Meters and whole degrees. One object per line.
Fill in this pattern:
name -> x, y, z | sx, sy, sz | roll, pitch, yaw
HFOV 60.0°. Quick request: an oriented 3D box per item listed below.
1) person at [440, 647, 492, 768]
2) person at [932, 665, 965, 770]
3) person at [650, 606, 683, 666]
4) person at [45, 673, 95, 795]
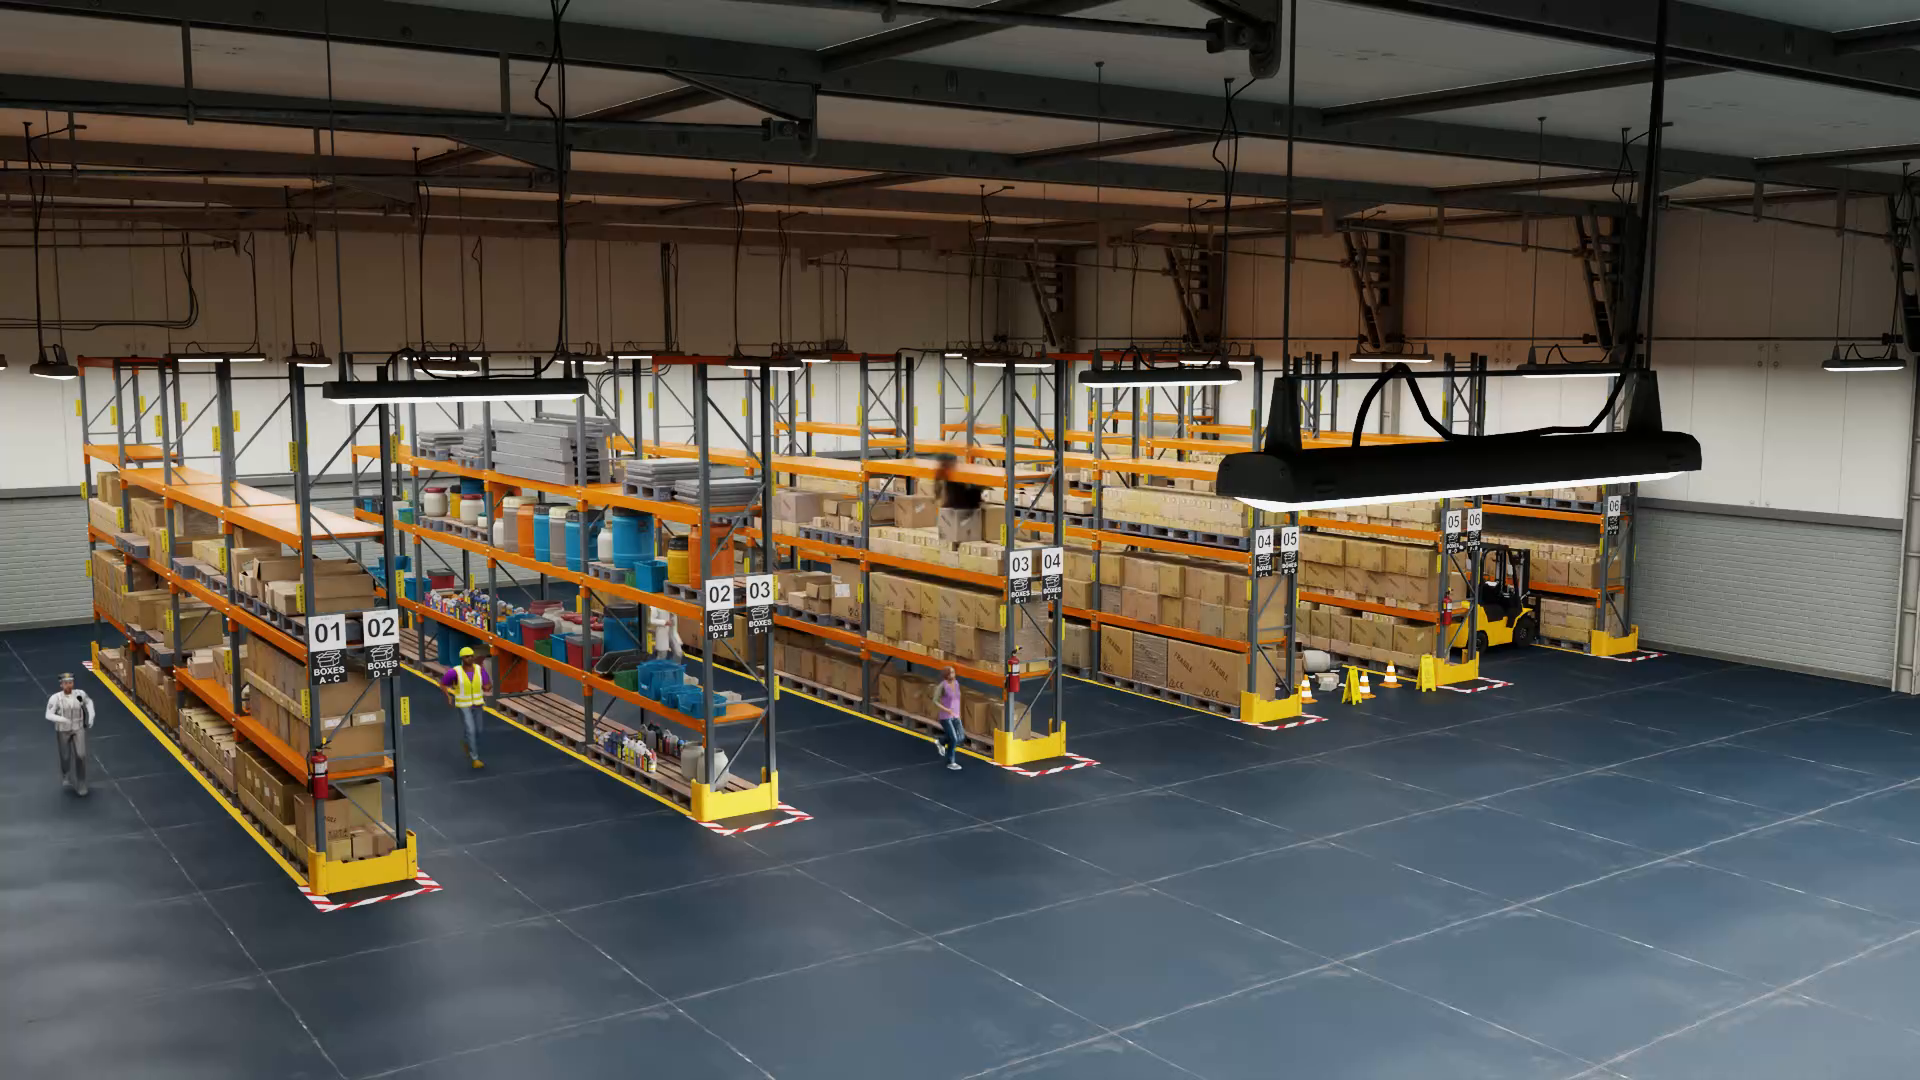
person -> -7.294, 2.455, 24.710 | 0.710, 1.747, 0.968 | -6, 9, -39
person -> -0.195, 2.598, 24.461 | 0.559, 1.546, 0.531 | 7, 10, 43
person -> -5.368, 1.788, 30.381 | 0.687, 1.831, 0.822 | -6, 9, -42
person -> -12.408, 2.702, 23.225 | 0.626, 1.768, 0.733 | -5, 8, -35
